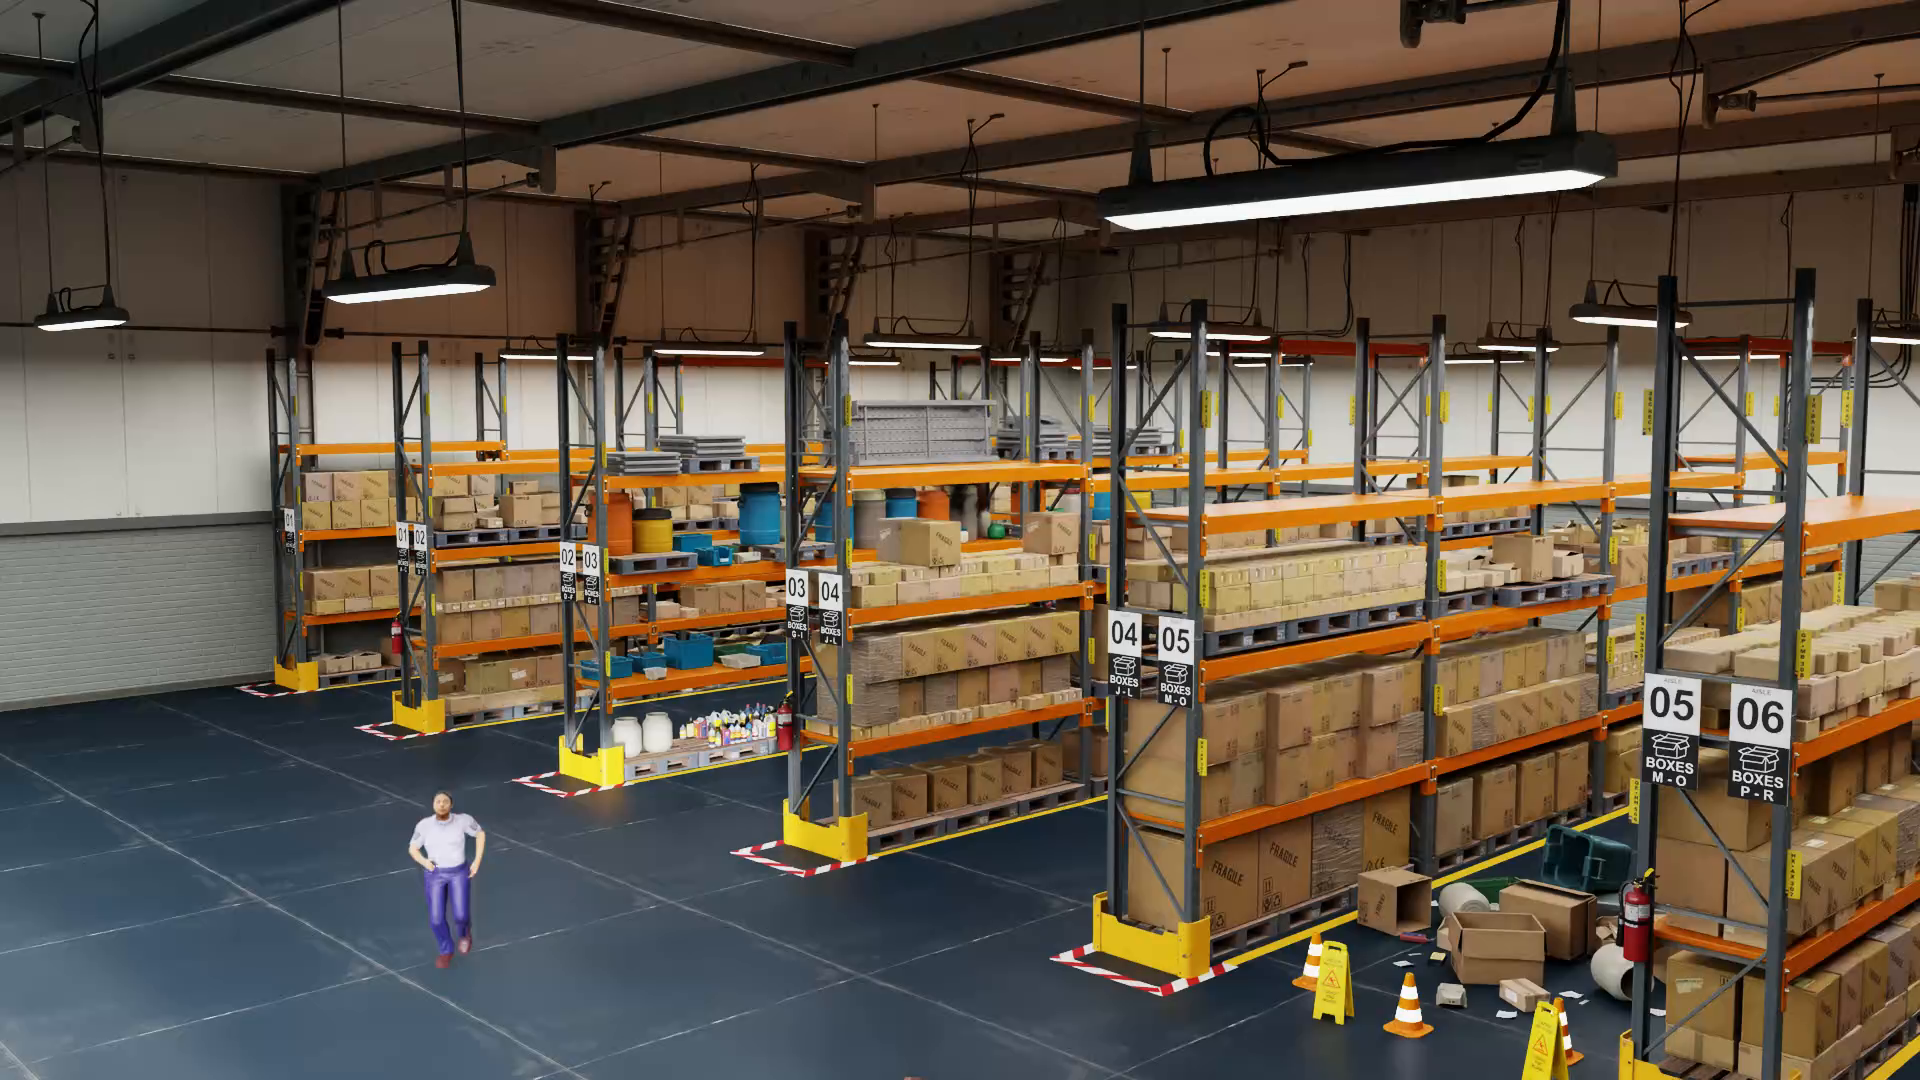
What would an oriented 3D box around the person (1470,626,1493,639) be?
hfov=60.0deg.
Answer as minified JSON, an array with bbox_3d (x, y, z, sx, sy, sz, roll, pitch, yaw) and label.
[{"bbox_3d":[8.050,2.038,25.736,0.677,1.735,1.041,5,7,44],"label":"person"}]

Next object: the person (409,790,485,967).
[{"bbox_3d":[-4.630,3.064,15.003,0.657,1.615,0.522,-1,5,-12],"label":"person"}]

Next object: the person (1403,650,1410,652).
[{"bbox_3d":[5.990,2.351,22.347,0.655,1.758,0.650,4,7,41],"label":"person"}]
